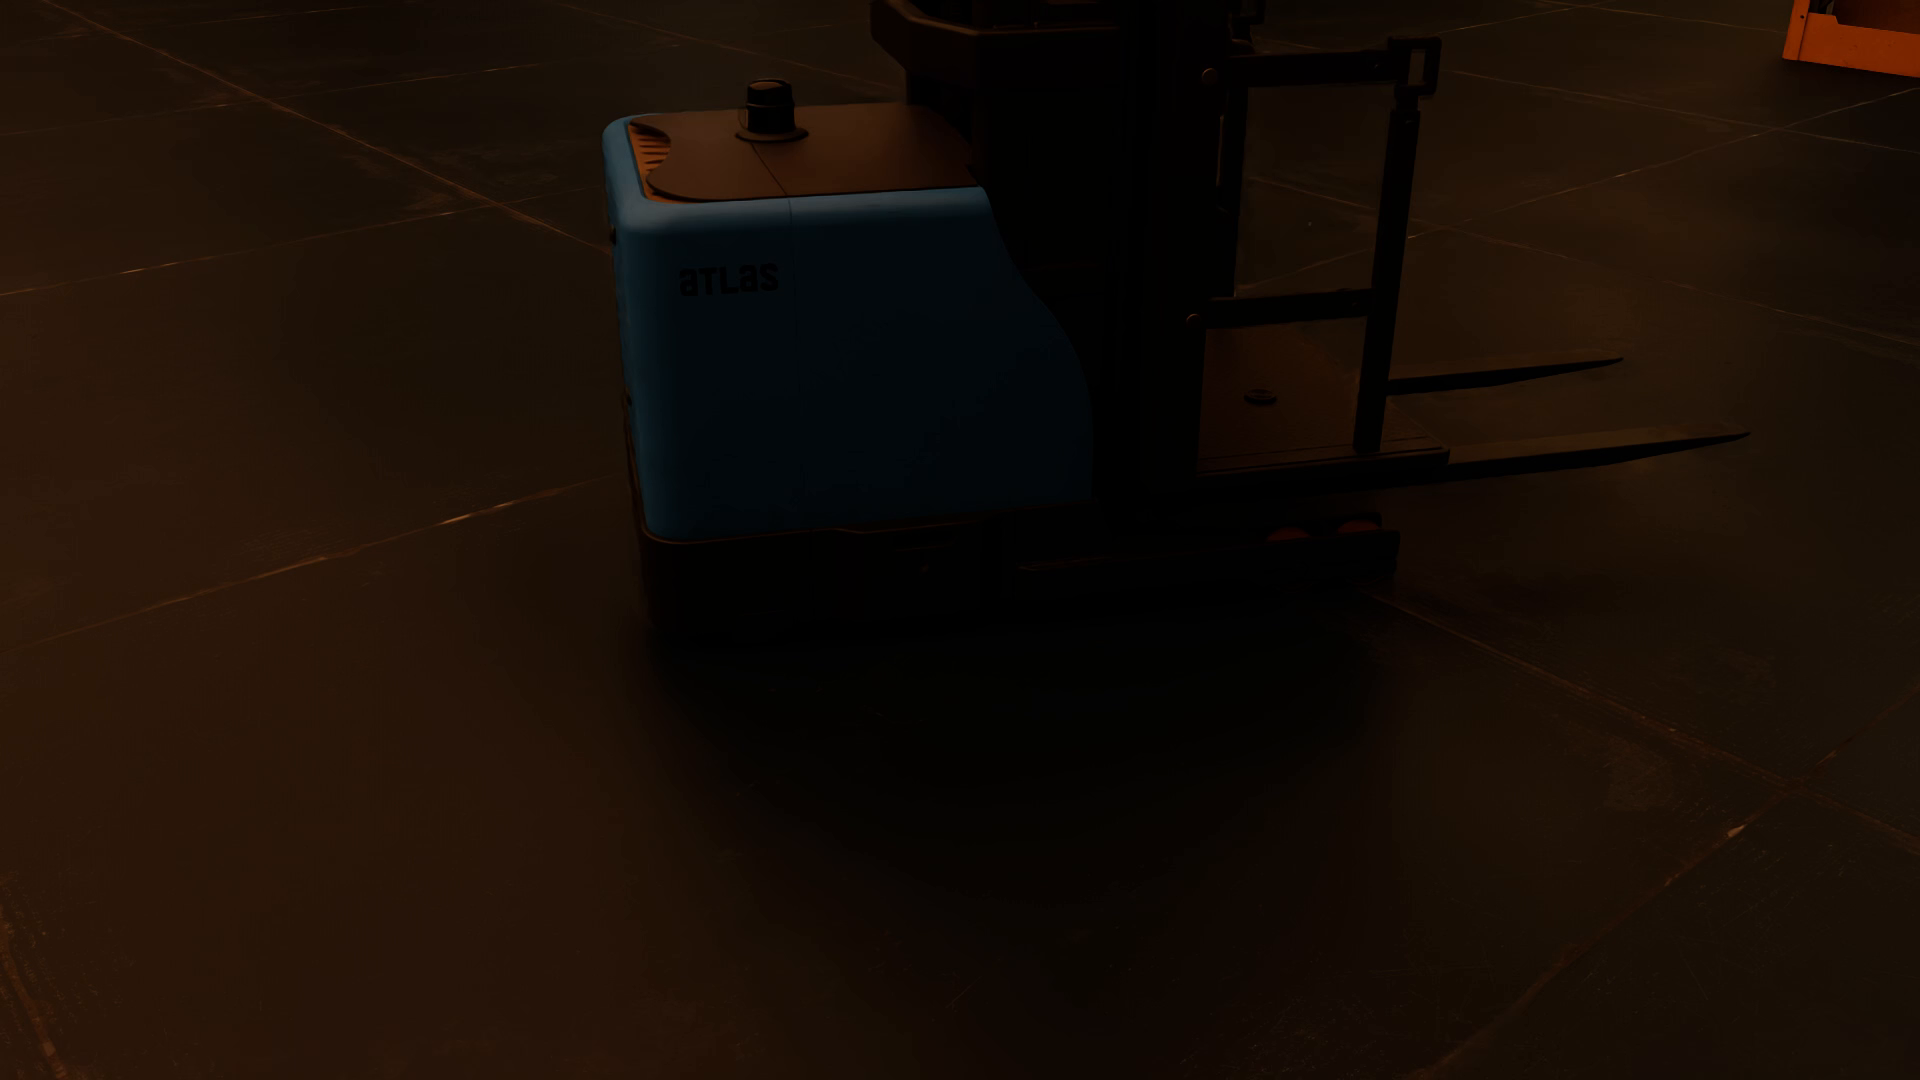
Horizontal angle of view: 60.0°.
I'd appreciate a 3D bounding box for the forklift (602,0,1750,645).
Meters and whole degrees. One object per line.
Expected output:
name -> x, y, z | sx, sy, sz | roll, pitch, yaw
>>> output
forklift -> 0.638, -1.399, 4.023 | 3.031, 2.935, 1.130 | -6, 27, -12
